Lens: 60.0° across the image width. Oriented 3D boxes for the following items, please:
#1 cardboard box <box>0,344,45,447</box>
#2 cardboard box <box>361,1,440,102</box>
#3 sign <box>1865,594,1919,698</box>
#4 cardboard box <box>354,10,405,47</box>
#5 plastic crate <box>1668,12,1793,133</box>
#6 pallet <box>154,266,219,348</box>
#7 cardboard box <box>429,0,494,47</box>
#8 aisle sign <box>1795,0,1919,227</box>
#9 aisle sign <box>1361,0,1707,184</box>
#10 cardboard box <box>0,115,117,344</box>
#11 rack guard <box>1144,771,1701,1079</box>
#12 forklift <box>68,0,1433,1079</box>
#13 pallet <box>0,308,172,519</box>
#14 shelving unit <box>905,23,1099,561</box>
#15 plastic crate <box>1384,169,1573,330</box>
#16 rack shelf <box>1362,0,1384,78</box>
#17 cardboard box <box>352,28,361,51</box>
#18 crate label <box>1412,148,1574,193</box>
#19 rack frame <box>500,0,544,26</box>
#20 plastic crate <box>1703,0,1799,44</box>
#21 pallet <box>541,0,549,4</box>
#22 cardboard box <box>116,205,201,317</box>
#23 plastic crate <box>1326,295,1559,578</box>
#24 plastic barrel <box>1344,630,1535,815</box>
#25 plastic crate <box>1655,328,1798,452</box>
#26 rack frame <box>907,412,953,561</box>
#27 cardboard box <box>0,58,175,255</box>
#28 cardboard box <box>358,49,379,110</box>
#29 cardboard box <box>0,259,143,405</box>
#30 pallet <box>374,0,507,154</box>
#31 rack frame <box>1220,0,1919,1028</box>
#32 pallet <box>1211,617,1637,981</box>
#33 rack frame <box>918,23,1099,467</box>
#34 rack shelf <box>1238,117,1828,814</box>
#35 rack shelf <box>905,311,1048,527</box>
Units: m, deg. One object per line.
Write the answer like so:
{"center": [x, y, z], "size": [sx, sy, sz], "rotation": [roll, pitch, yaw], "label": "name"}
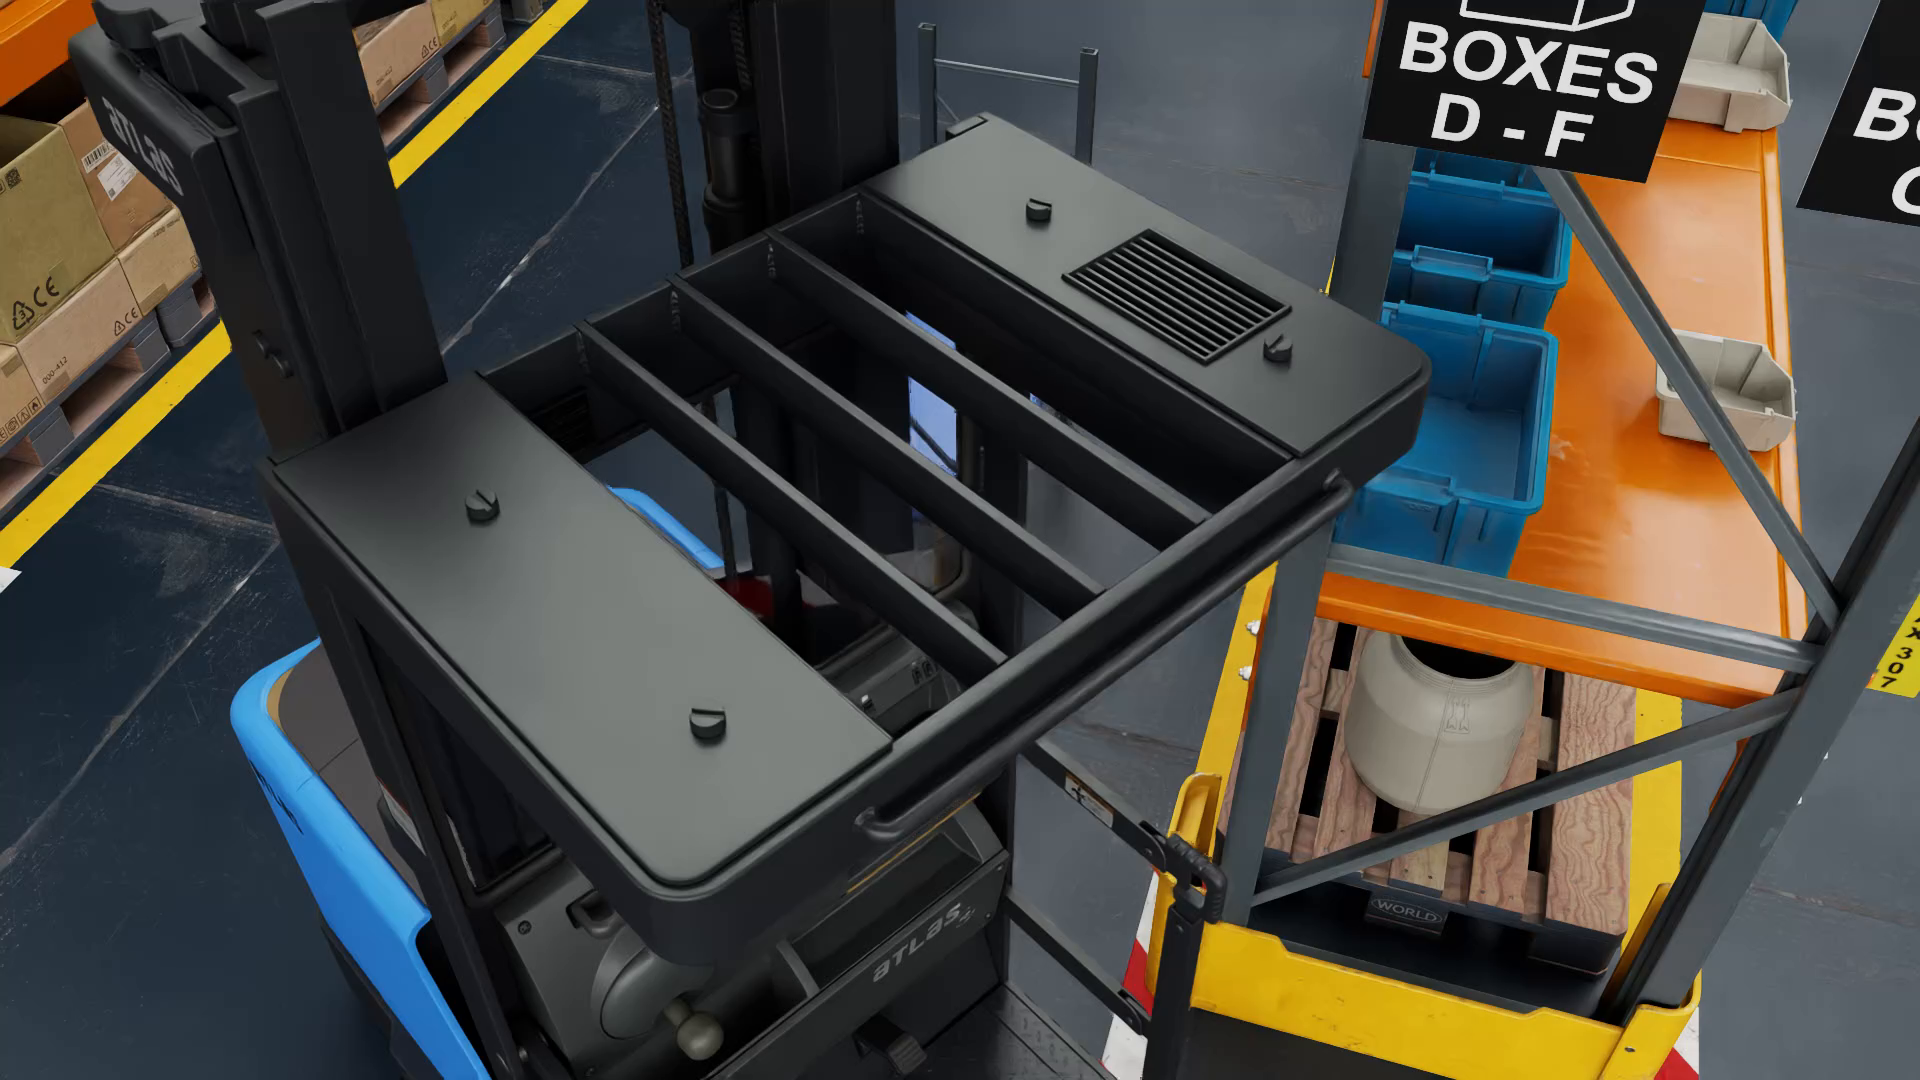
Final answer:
{"center": [-3.272, -0.406, 5.186], "size": [0.500, 0.250, 0.500], "rotation": [13, 46, 13], "label": "cardboard box"}
{"center": [-2.528, -2.075, 6.892], "size": [0.500, 0.250, 0.500], "rotation": [13, 46, 13], "label": "cardboard box"}
{"center": [1.596, 0.144, 2.760], "size": [0.100, 0.325, 0.005], "rotation": [13, 46, 13], "label": "sign"}
{"center": [-2.530, -2.344, 6.630], "size": [0.500, 0.500, 0.500], "rotation": [13, 46, 13], "label": "cardboard box"}
{"center": [2.034, -1.313, 4.635], "size": [0.530, 0.136, 0.437], "rotation": [13, 46, 13], "label": "plastic crate"}
{"center": [-3.084, -1.261, 6.387], "size": [1.003, 0.211, 1.213], "rotation": [13, 46, 13], "label": "pallet"}
{"center": [-2.367, -2.406, 7.230], "size": [0.500, 0.250, 0.500], "rotation": [13, 46, 13], "label": "cardboard box"}
{"center": [1.330, -0.696, 1.958], "size": [0.394, 0.787, 0.004], "rotation": [13, 46, 13], "label": "aisle sign"}
{"center": [0.768, -0.821, 2.085], "size": [0.394, 0.787, 0.004], "rotation": [13, 46, 13], "label": "aisle sign"}
{"center": [-3.123, -1.008, 5.265], "size": [0.500, 0.500, 0.500], "rotation": [13, 46, 13], "label": "cardboard box"}
{"center": [1.051, 0.956, 3.915], "size": [1.175, 0.500, 0.348], "rotation": [13, 46, 13], "label": "rack guard"}
{"center": [-0.150, 0.552, 2.590], "size": [1.130, 2.935, 3.031], "rotation": [-33, 53, -29], "label": "forklift"}
{"center": [-3.455, -0.450, 5.559], "size": [1.003, 0.211, 1.213], "rotation": [13, 46, 13], "label": "pallet"}
{"center": [-0.026, -0.479, 4.667], "size": [0.538, 1.500, 1.048], "rotation": [13, 46, 12], "label": "shelving unit"}
{"center": [1.141, -0.652, 3.878], "size": [0.499, 0.251, 0.408], "rotation": [13, 46, 13], "label": "plastic crate"}
{"center": [1.679, -2.025, 3.544], "size": [1.077, 0.370, 4.000], "rotation": [13, 46, 13], "label": "rack shelf"}
{"center": [-2.678, -2.010, 6.288], "size": [0.500, 0.500, 0.500], "rotation": [13, 46, 13], "label": "cardboard box"}
{"center": [1.373, -1.173, 4.279], "size": [0.502, 0.435, 0.616], "rotation": [13, 46, 13], "label": "crate label"}
{"center": [-2.435, -3.594, 6.779], "size": [1.000, 3.000, 0.127], "rotation": [13, 46, 13], "label": "rack frame"}
{"center": [2.208, -1.694, 4.943], "size": [0.499, 0.251, 0.616], "rotation": [13, 46, 13], "label": "plastic crate"}
{"center": [-2.249, -3.097, 8.264], "size": [1.003, 0.211, 1.213], "rotation": [13, 46, 13], "label": "pallet"}
{"center": [-2.972, -1.073, 5.868], "size": [0.500, 0.250, 0.500], "rotation": [13, 46, 13], "label": "cardboard box"}
{"center": [0.939, -0.220, 3.437], "size": [0.499, 0.251, 0.616], "rotation": [13, 46, 13], "label": "plastic crate"}
{"center": [1.199, 0.408, 4.167], "size": [0.421, 0.512, 0.421], "rotation": [0, 44, 0], "label": "plastic barrel"}
{"center": [1.651, -0.311, 3.611], "size": [0.298, 0.136, 0.250], "rotation": [13, 46, 13], "label": "plastic crate"}
{"center": [-0.180, -0.140, 4.321], "size": [0.500, 1.500, 0.032], "rotation": [13, 46, 12], "label": "rack frame"}
{"center": [-2.983, -1.344, 5.608], "size": [0.500, 0.500, 0.500], "rotation": [13, 46, 13], "label": "cardboard box"}
{"center": [-2.666, -1.739, 6.548], "size": [0.500, 0.250, 0.500], "rotation": [13, 46, 13], "label": "cardboard box"}
{"center": [-3.124, -0.740, 5.527], "size": [0.500, 0.250, 0.500], "rotation": [13, 46, 13], "label": "cardboard box"}
{"center": [-2.716, -2.077, 7.221], "size": [1.003, 0.211, 1.213], "rotation": [13, 46, 13], "label": "pallet"}
{"center": [1.073, 0.123, 2.979], "size": [1.000, 3.000, 0.127], "rotation": [13, 46, 13], "label": "rack frame"}
{"center": [1.302, 0.519, 4.569], "size": [1.003, 0.211, 1.213], "rotation": [13, 46, 13], "label": "pallet"}
{"center": [0.128, -0.818, 5.014], "size": [0.500, 1.500, 0.032], "rotation": [13, 46, 12], "label": "rack frame"}
{"center": [1.679, -0.953, 4.593], "size": [1.077, 0.370, 4.000], "rotation": [13, 46, 13], "label": "rack shelf"}
{"center": [-0.026, -0.351, 4.793], "size": [0.538, 0.185, 1.000], "rotation": [13, 46, 12], "label": "rack shelf"}
